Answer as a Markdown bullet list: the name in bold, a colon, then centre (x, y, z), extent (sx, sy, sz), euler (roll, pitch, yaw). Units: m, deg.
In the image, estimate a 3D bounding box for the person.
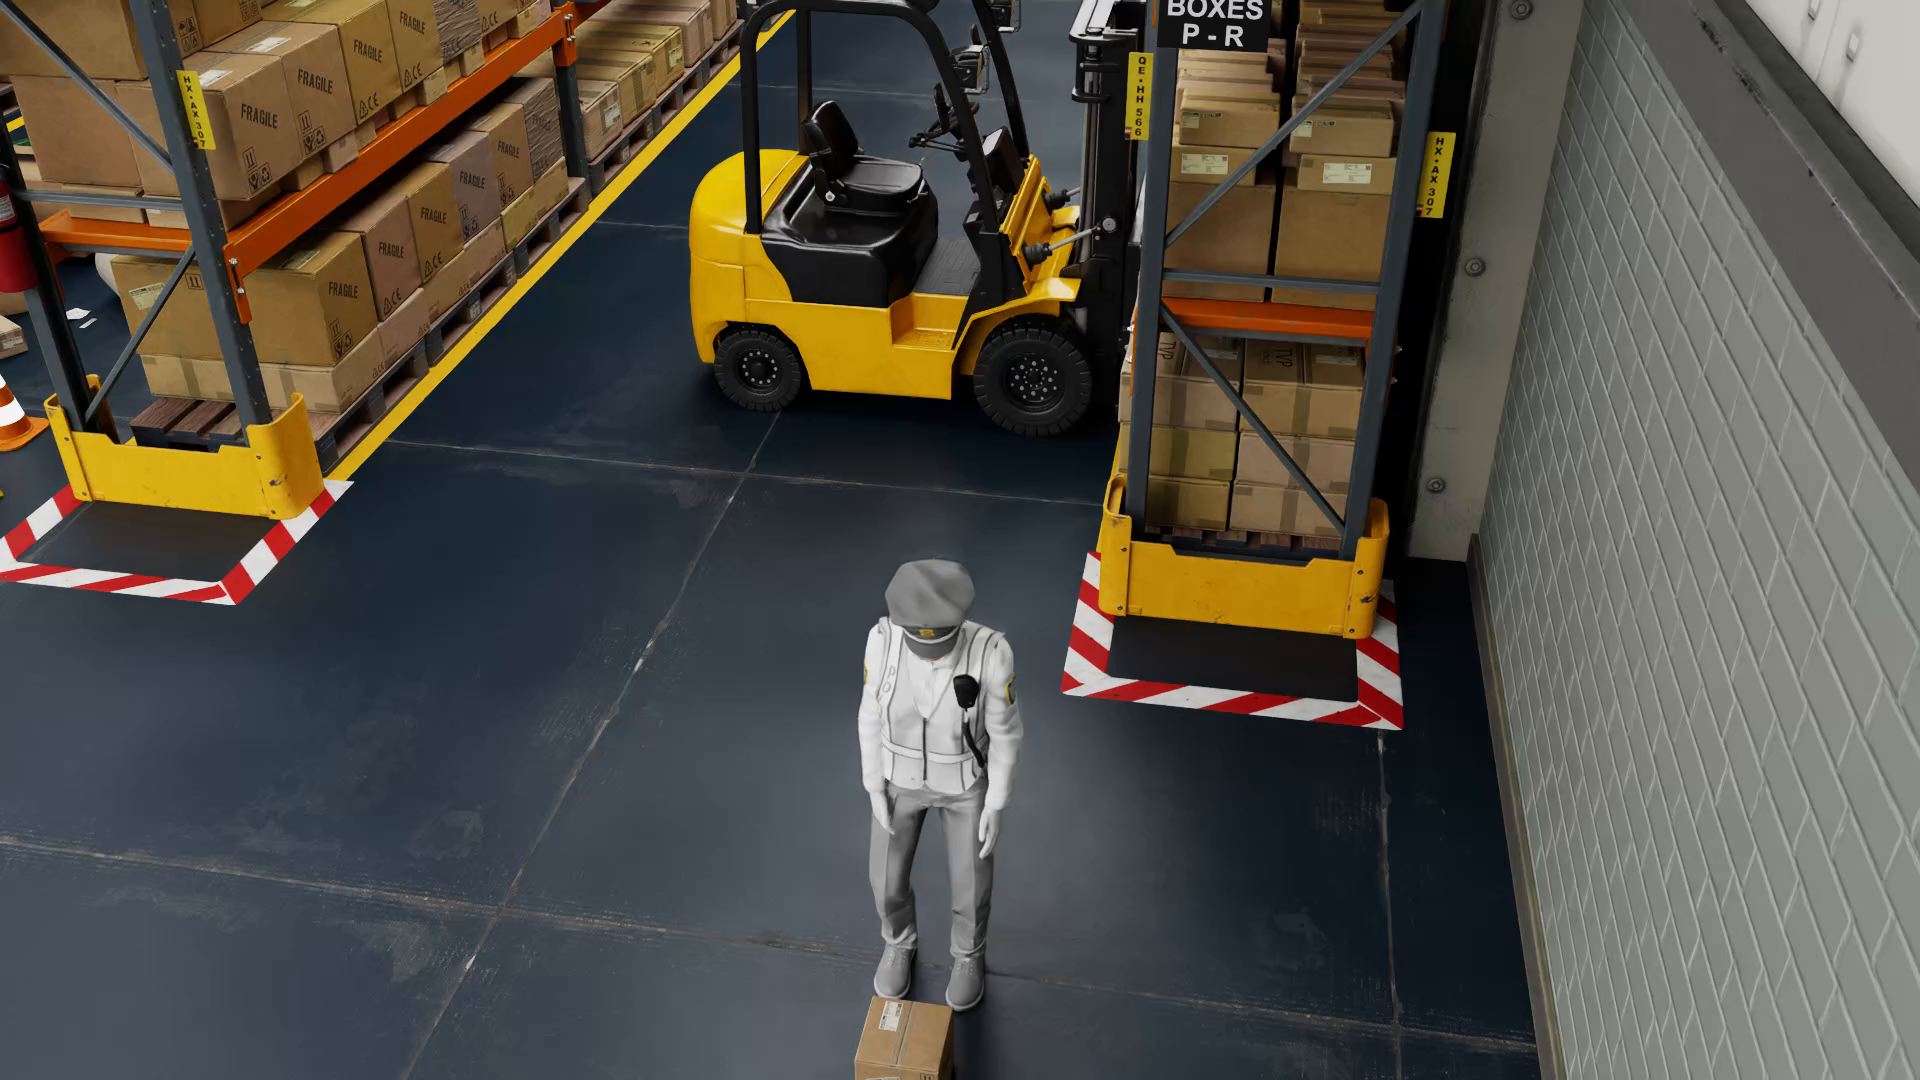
- **person**: centre (-0.062, 0.751, 5.000), extent (0.496, 1.635, 0.428), euler (6, 33, 9)
